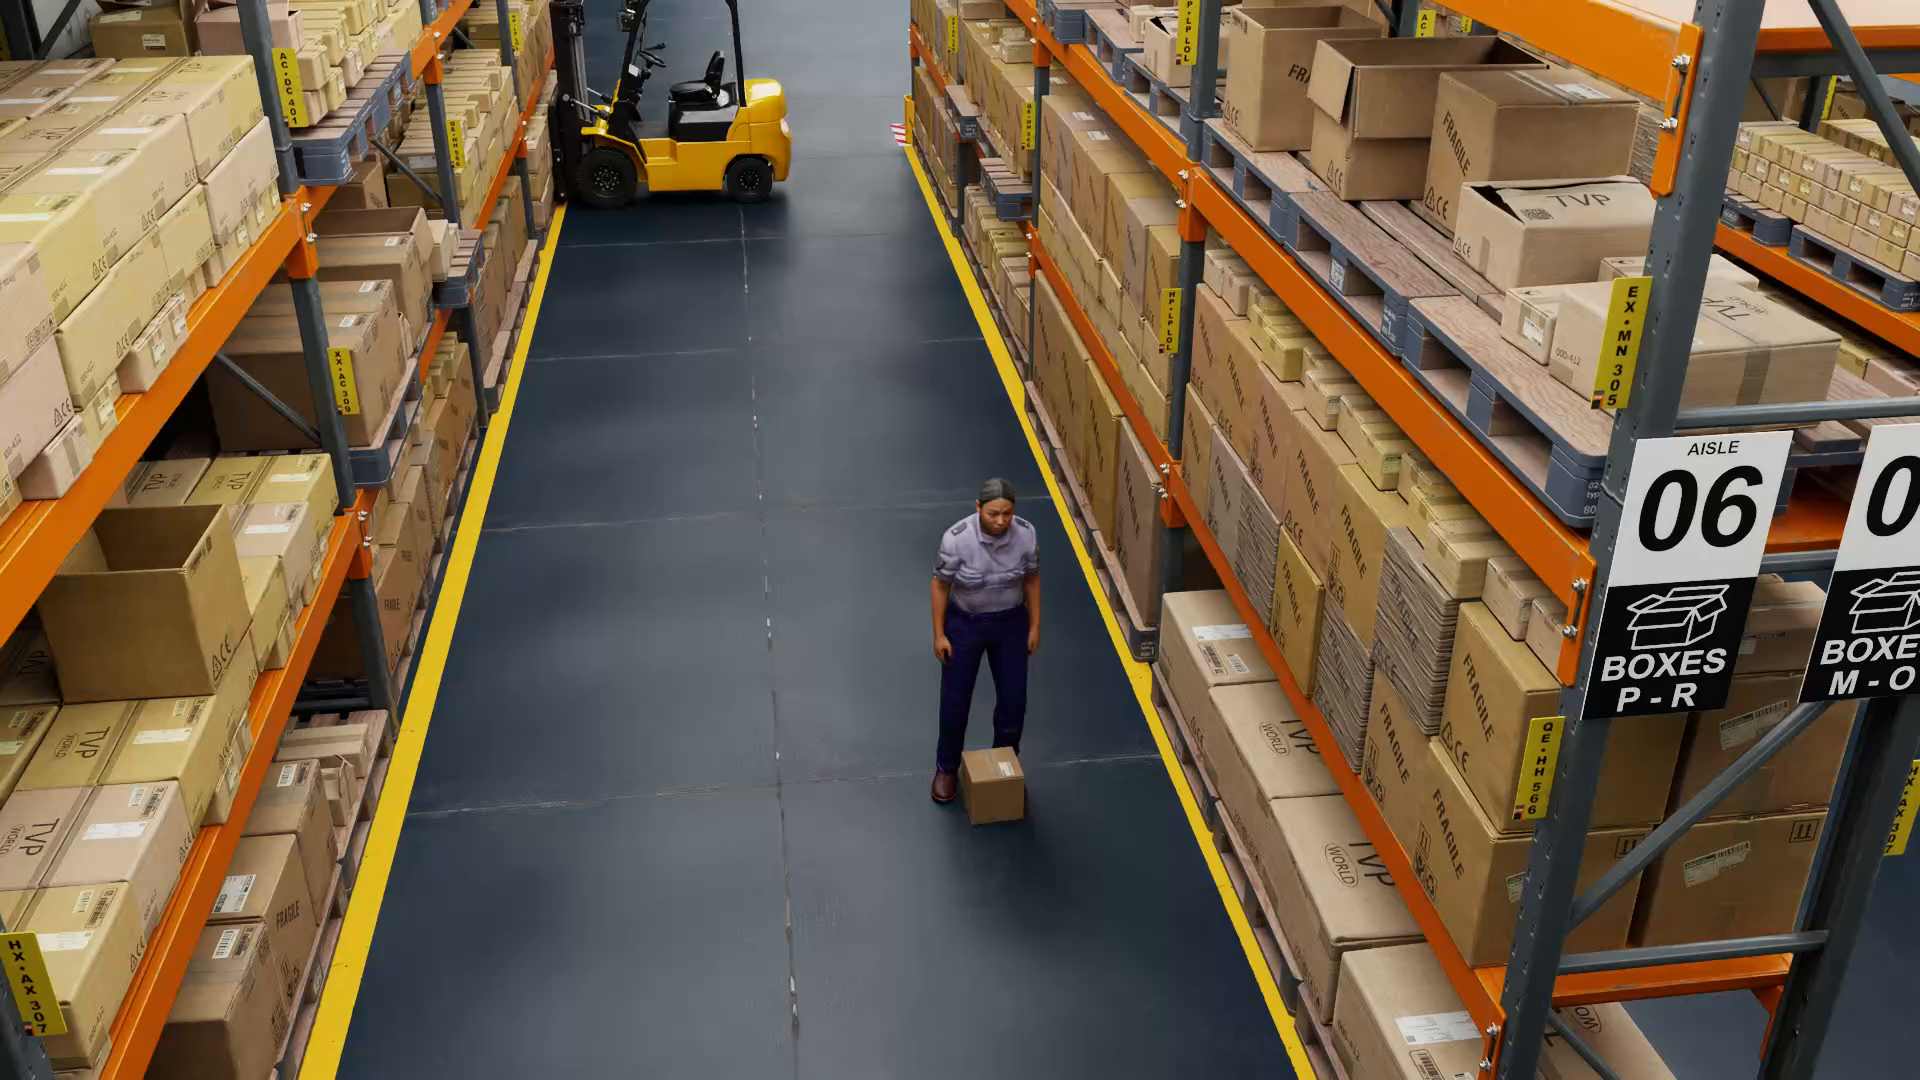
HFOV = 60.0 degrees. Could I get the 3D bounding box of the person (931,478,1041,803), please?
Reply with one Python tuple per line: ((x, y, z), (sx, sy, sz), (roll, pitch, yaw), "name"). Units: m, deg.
((0.120, 0.449, 7.759), (0.553, 1.650, 0.425), (-5, 28, -10), "person")
